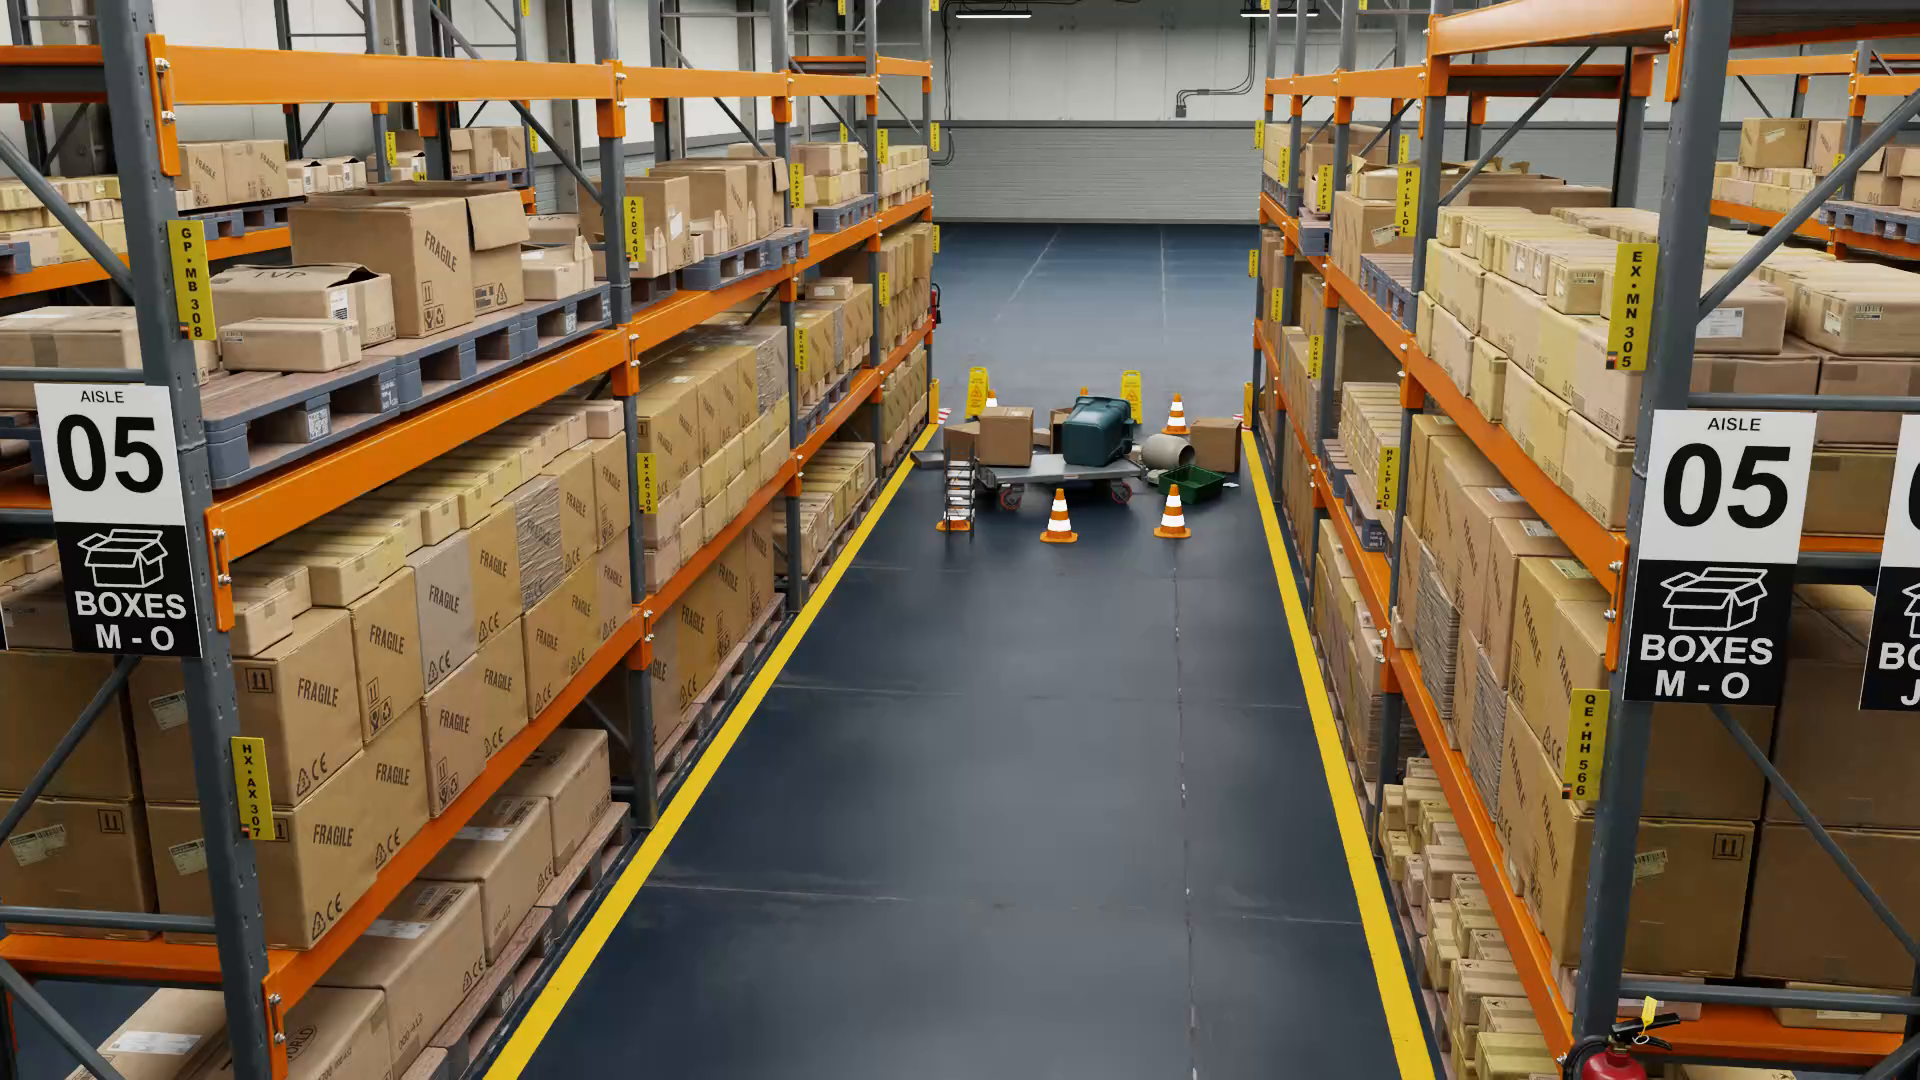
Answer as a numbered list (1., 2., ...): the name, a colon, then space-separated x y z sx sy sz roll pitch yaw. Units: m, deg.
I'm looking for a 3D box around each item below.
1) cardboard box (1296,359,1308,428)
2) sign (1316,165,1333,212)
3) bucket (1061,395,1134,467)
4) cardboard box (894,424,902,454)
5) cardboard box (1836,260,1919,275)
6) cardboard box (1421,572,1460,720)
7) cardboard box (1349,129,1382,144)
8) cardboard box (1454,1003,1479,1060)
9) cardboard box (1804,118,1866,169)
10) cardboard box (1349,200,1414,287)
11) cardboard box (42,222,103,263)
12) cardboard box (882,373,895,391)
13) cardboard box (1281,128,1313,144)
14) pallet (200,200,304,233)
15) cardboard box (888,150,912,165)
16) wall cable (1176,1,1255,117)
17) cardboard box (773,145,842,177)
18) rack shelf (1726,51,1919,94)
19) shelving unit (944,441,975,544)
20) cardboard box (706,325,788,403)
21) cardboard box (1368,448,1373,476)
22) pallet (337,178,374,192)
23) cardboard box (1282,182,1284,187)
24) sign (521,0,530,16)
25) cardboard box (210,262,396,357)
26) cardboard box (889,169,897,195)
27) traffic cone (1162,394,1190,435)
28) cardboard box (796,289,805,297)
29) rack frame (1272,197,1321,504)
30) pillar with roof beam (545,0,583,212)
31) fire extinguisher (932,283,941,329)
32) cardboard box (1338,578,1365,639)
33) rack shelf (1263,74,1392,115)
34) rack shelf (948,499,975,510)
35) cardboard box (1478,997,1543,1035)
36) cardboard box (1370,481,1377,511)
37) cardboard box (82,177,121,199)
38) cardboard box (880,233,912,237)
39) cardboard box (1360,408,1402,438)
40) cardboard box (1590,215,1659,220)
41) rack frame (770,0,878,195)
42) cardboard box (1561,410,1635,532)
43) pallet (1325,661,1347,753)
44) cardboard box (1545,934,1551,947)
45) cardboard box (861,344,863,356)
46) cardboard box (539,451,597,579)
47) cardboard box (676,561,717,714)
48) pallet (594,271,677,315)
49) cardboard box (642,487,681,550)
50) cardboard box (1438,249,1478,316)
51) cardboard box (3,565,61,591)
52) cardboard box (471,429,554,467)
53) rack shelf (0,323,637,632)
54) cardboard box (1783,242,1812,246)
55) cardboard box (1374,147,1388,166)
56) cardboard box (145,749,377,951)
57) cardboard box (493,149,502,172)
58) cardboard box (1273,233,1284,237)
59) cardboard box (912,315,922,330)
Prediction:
1. cardboard box: 3.075 -1.208 13.778 0.500 0.500 0.500 1 15 5
2. sign: 2.626 -2.530 11.971 0.100 0.325 0.005 2 15 6
3. bucket: 1.353 -1.070 16.819 0.726 0.611 0.620 7 27 25
4. cardboard box: -0.918 -1.092 18.004 0.500 0.250 0.500 3 15 9
5. cardboard box: 8.316 -1.931 14.691 1.000 1.000 1.000 2 15 7
6. cardboard box: 2.278 0.449 7.081 0.500 0.500 0.500 1 15 5
7. cardboard box: 4.063 -3.992 16.477 0.380 0.149 0.250 2 15 6
8. cardboard box: 2.152 1.914 6.511 0.380 0.149 0.250 2 15 7
9. cardboard box: 9.073 -4.150 17.385 0.500 0.500 0.500 2 15 6
10. cardboard box: 2.747 -1.872 10.488 0.500 0.500 0.500 2 15 6
11. cardboard box: -6.558 -2.145 11.978 0.500 0.250 0.500 2 15 6
12. cardboard box: -0.893 -1.659 17.422 0.380 0.149 0.250 2 15 7
13. cardboard box: 3.439 -4.075 16.786 0.380 0.149 0.250 2 15 7
14. pallet: -6.575 -2.866 14.718 1.003 0.211 1.213 2 15 9
15. cardboard box: -0.735 -4.187 18.193 0.380 0.149 0.250 2 15 8
16. wall cable: 7.706 -15.721 49.635 2.305 6.003 0.169 2 15 6
17. cardboard box: -1.334 -3.333 14.608 0.500 0.250 0.500 2 15 7
18. rack shelf: 8.771 -4.707 16.801 1.077 0.370 4.000 2 15 6
19. shelving unit: -0.001 -0.432 15.125 0.258 0.900 0.210 2 15 6
20. cardboard box: -1.552 -1.284 12.146 0.500 0.500 0.500 1 15 5
21. cardboard box: 2.752 -0.477 10.374 0.380 0.149 0.250 2 15 8
22. pallet: -6.164 -3.705 17.629 1.003 0.211 1.213 2 15 6
23. cardboard box: 3.380 -3.560 16.408 0.380 0.149 0.250 2 15 7
24. sign: -5.245 -6.481 20.036 0.100 0.325 0.005 2 15 6
25. cardboard box: -2.437 -0.863 6.123 0.500 0.311 0.500 2 15 7
26. cardboard box: -0.931 -3.692 17.128 0.500 0.250 0.500 2 15 6
27. traffic cone: 2.609 -1.530 20.021 0.336 0.463 0.334 2 15 6
28. cardboard box: -1.696 -2.084 15.645 0.500 0.500 0.500 2 15 6
29. rack frame: 3.628 -1.813 16.208 1.000 3.000 0.127 2 15 6
30. pillar with roof beam: -1.802 -7.287 24.958 9.100 9.000 0.400 2 15 6
31. fire extinguisher: -0.380 -2.949 20.557 0.296 0.674 0.183 2 15 6
32. cardboard box: 2.675 0.433 10.451 0.500 0.250 0.500 1 15 4
33. rack shelf: 3.854 -4.687 17.490 1.077 0.370 4.000 2 15 6
34. rack shelf: -0.001 -0.313 15.157 0.258 0.077 0.200 2 15 6
35. cardboard box: 2.163 1.841 6.212 0.380 0.149 0.250 1 15 4
36. cardboard box: 2.717 -0.266 10.165 0.380 0.149 0.250 2 15 9
37. cardboard box: -6.430 -2.654 12.526 0.380 0.149 0.250 2 15 8
38. cardboard box: -0.905 -3.114 18.343 0.700 0.500 0.500 2 15 6
39. cardboard box: 2.813 -0.758 10.843 0.380 0.149 0.250 2 15 9
40. cardboard box: 2.956 -1.325 7.222 0.380 0.149 0.250 2 15 6
41. rack frame: -1.302 -4.829 15.867 1.000 3.000 0.127 2 15 6
42. cardboard box: 2.062 -0.202 4.791 0.500 0.250 0.500 1 15 5
43. pallet: 2.947 1.089 10.819 1.003 0.211 1.213 2 15 6
44. cardboard box: 2.095 1.264 5.309 0.380 0.149 0.250 2 15 6
45. cardboard box: -1.133 -1.805 15.854 0.380 0.149 0.250 1 15 5
46. cardboard box: -2.049 -0.127 7.865 0.500 0.500 0.500 1 15 5
47. cardboard box: -2.120 0.568 10.670 0.875 0.875 0.875 2 15 8
48. pallet: -2.150 -1.453 9.495 0.805 0.209 1.217 1 15 4
49. cardboard box: -1.875 -0.132 9.323 0.500 0.250 0.500 1 15 5
50. cardboard box: 2.372 -1.108 7.185 0.500 0.250 0.500 2 15 6
51. cardboard box: -6.683 0.480 11.712 0.500 0.500 0.500 1 15 4
52. cardboard box: -2.109 -0.417 7.695 0.380 0.149 0.250 2 15 6
53. rack shelf: -2.430 -0.440 6.761 1.077 0.370 4.000 2 15 6
54. cardboard box: 8.495 -2.829 17.289 0.500 0.500 0.500 2 15 6
55. cardboard box: 3.961 -3.702 16.168 0.500 0.250 0.500 2 15 7
56. cardboard box: -2.316 1.015 5.557 0.500 0.500 0.500 2 15 6
57. cardboard box: -5.603 -4.460 19.511 0.396 0.266 0.258 2 15 6
58. cardboard box: 4.029 -3.204 18.995 0.875 0.550 0.550 2 15 6
59. cardboard box: -0.648 -2.543 19.389 0.380 0.149 0.250 2 15 7
